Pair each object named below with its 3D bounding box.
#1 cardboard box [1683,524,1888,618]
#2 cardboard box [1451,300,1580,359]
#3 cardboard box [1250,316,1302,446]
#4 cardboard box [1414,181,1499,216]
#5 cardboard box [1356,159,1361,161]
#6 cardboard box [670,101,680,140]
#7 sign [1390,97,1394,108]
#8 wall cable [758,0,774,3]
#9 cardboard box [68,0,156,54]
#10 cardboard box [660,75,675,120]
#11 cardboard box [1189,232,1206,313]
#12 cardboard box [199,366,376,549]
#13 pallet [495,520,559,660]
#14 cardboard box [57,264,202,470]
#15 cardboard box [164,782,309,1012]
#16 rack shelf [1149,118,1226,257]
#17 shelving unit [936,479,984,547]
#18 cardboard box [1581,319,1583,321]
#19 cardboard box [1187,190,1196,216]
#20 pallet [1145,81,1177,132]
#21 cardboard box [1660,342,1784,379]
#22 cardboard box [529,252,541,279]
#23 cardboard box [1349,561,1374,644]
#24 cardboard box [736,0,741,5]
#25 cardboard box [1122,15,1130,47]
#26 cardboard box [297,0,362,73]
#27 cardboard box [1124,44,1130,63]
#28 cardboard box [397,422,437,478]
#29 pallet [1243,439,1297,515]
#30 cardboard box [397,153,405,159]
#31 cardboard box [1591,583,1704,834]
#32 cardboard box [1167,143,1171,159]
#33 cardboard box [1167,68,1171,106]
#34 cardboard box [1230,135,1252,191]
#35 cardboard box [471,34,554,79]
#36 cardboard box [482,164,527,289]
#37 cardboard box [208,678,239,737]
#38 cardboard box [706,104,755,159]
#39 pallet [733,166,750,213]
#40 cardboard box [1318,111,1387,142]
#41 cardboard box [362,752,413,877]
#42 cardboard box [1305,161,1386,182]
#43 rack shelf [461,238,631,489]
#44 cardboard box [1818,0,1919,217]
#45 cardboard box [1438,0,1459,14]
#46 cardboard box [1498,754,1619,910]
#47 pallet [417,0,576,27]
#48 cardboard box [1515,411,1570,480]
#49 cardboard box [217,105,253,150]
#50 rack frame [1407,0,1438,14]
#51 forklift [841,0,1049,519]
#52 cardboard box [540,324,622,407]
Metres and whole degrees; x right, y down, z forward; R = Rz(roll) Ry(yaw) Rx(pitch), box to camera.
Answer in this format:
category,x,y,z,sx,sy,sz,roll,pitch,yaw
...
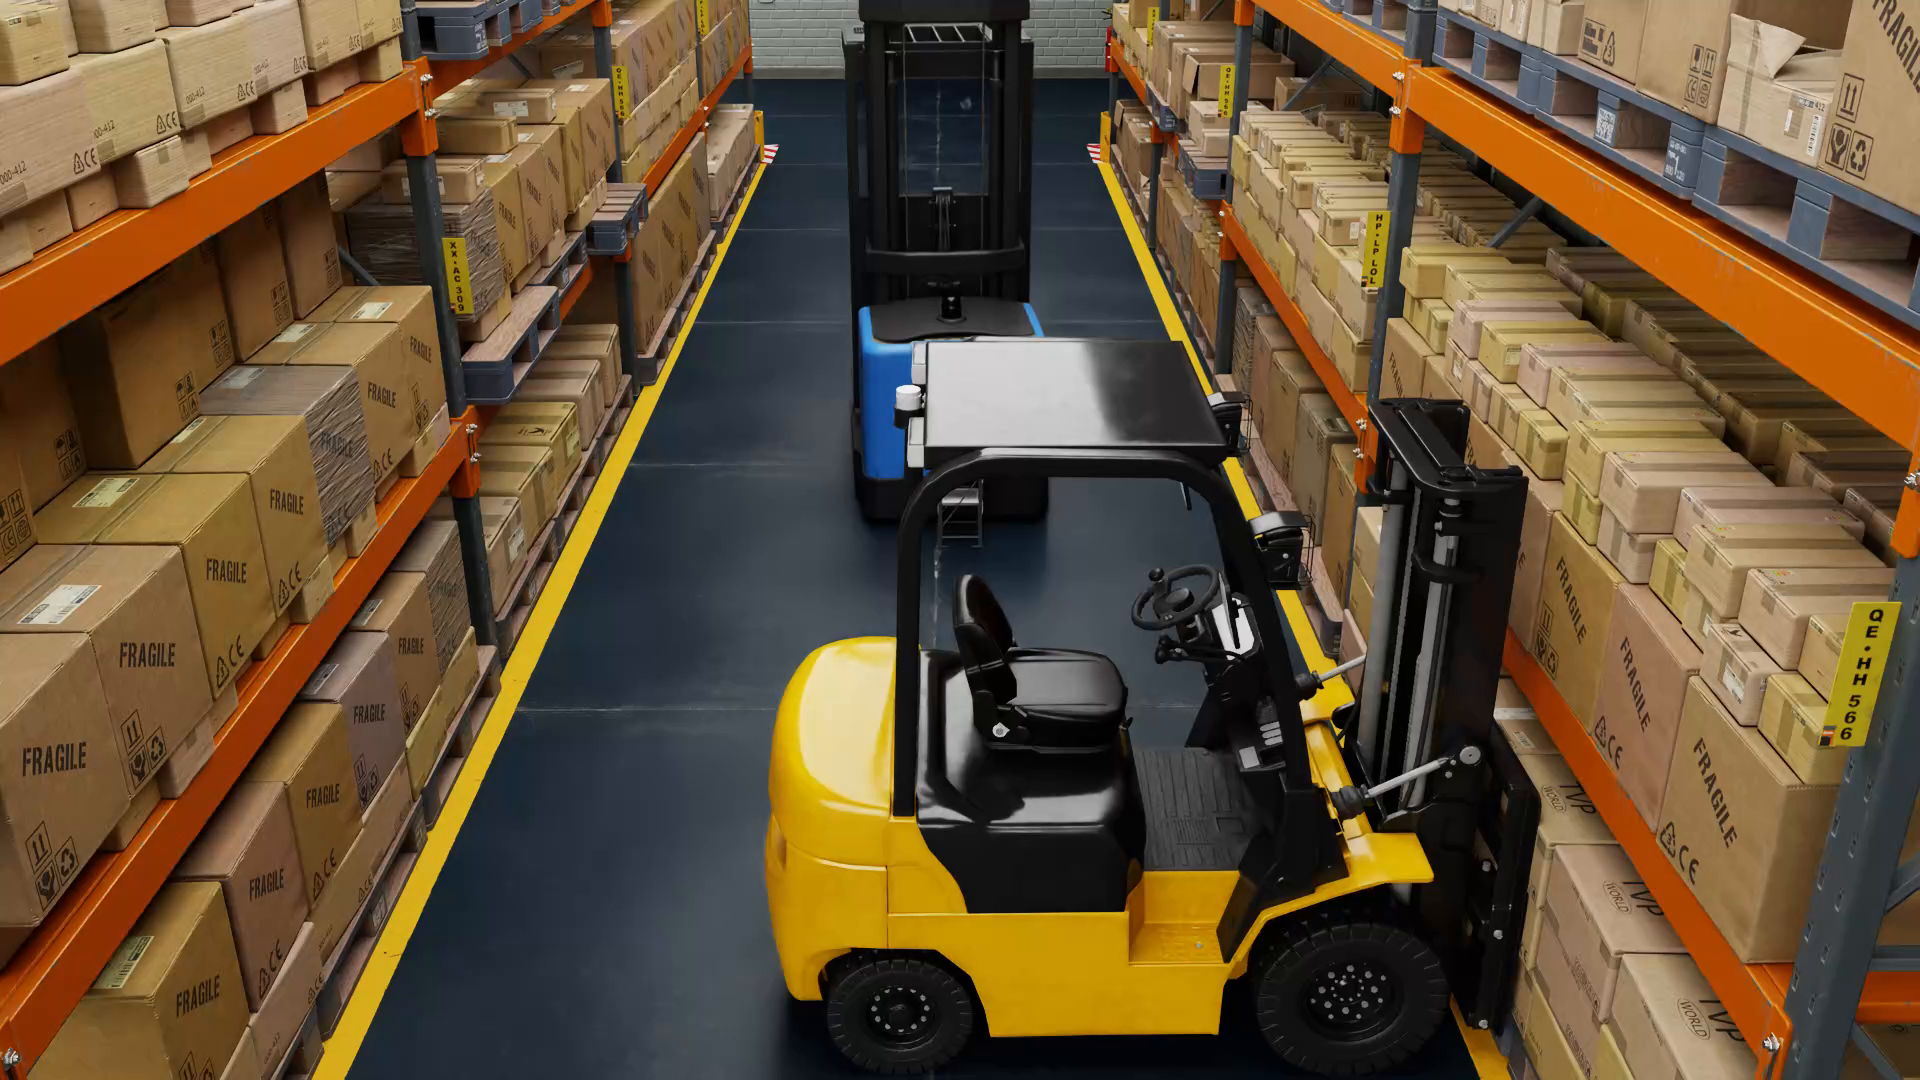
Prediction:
category,x,y,z,sx,sy,sz,roll,pitch,yaw
cardboard box,2.062,0.077,4.170,0.380,0.149,0.250,0,24,1
cardboard box,2.009,-0.764,6.029,0.380,0.149,0.250,0,24,1
cardboard box,2.261,-0.970,10.127,0.875,0.625,0.625,1,24,1
cardboard box,2.546,-1.751,8.574,0.380,0.149,0.250,0,24,-1
cardboard box,2.543,-2.152,9.943,0.500,0.250,0.500,0,24,0
cardboard box,-2.506,-3.342,13.180,0.500,0.250,0.500,-1,24,-2
sign,2.808,-2.918,10.658,0.100,0.325,0.005,0,24,-1
wall cable,-2.882,-8.460,23.045,0.585,1.953,0.123,0,24,-1
cardboard box,-2.330,-1.350,4.293,0.380,0.149,0.250,0,24,1
cardboard box,-2.459,-3.360,12.615,0.500,0.250,0.500,0,24,0
cardboard box,2.030,-2.035,12.632,0.500,0.500,0.500,1,24,2
cardboard box,-2.390,-0.288,5.765,0.500,0.500,0.500,0,24,1
pallet,-2.677,0.235,8.475,1.003,0.211,1.213,0,24,-1
cardboard box,-2.820,-0.537,5.102,0.700,0.500,0.500,0,24,-1
cardboard box,-2.366,1.094,5.108,0.500,0.500,0.500,-1,24,-3
rack shelf,2.231,-2.883,12.858,1.077,0.370,4.000,0,24,-1
shelving unit,0.000,-0.413,9.072,0.258,0.900,0.210,0,24,-1
cardboard box,2.595,-0.846,6.571,0.380,0.149,0.250,-1,24,-2
cardboard box,2.024,-2.697,13.309,0.380,0.149,0.250,1,24,1
pallet,2.109,-3.618,13.843,1.003,0.211,1.213,0,24,-1
cardboard box,2.584,-0.557,5.573,0.380,0.149,0.250,-1,24,-1
cardboard box,-2.392,-1.448,8.608,0.380,0.149,0.250,0,24,0
cardboard box,1.993,0.296,7.177,0.500,0.250,0.500,0,24,-1
cardboard box,-2.519,-5.748,16.984,0.500,0.500,0.500,0,24,0
cardboard box,1.916,-5.146,16.809,0.500,0.250,0.500,-1,24,-2
cardboard box,-2.386,-1.760,5.682,0.500,0.250,0.500,-1,24,-1
cardboard box,1.859,-4.901,16.752,0.380,0.149,0.250,-1,24,-2
cardboard box,-2.349,-0.367,6.726,0.380,0.149,0.250,0,24,1
pallet,2.233,-0.276,9.603,1.003,0.211,1.213,0,24,-1
cardboard box,-2.907,-1.694,8.363,0.500,0.500,0.500,1,24,1
cardboard box,2.076,0.448,4.497,0.500,0.500,0.500,0,24,1
cardboard box,2.008,-3.370,14.437,0.380,0.149,0.250,-1,24,-1
cardboard box,1.841,-3.591,13.204,0.396,0.266,0.258,1,24,2
cardboard box,1.989,-2.362,10.409,0.500,0.250,0.500,0,24,-1
cardboard box,-2.977,-3.076,11.077,0.500,0.500,0.500,-1,24,-2
cardboard box,-2.391,-1.488,7.909,0.500,0.500,0.500,0,24,0
cardboard box,-2.352,0.482,4.849,0.380,0.149,0.250,0,24,1
cardboard box,-2.690,-4.412,17.965,0.875,0.438,0.875,-1,24,-2
pallet,-2.700,-3.559,16.862,1.003,0.211,1.213,0,24,-1
cardboard box,2.459,-2.595,10.439,0.380,0.149,0.250,1,24,1
cardboard box,-2.375,1.018,6.187,0.500,0.250,0.500,0,24,0
cardboard box,2.086,-1.957,9.028,0.380,0.149,0.250,0,24,-1
rack shelf,-2.688,-1.211,9.161,1.077,0.370,4.000,0,24,-1
cardboard box,2.092,-0.921,3.254,0.500,0.500,0.500,1,24,1
cardboard box,1.998,-2.042,6.158,0.380,0.149,0.250,0,24,1
cardboard box,1.997,0.909,5.214,0.500,0.250,0.500,0,24,0
pallet,-2.581,-2.678,8.120,1.213,0.211,1.003,0,24,-1
cardboard box,2.034,-0.310,5.387,0.380,0.149,0.250,-1,24,-2
cardboard box,-2.443,-1.307,5.165,0.380,0.149,0.250,0,24,1
rack frame,2.297,-3.472,6.007,1.000,3.000,0.127,0,24,-1
forklift,-0.142,-2.024,10.168,1.130,2.935,3.031,-2,24,-4
cardboard box,-2.714,-1.124,10.775,0.950,0.372,0.625,-2,24,-4
